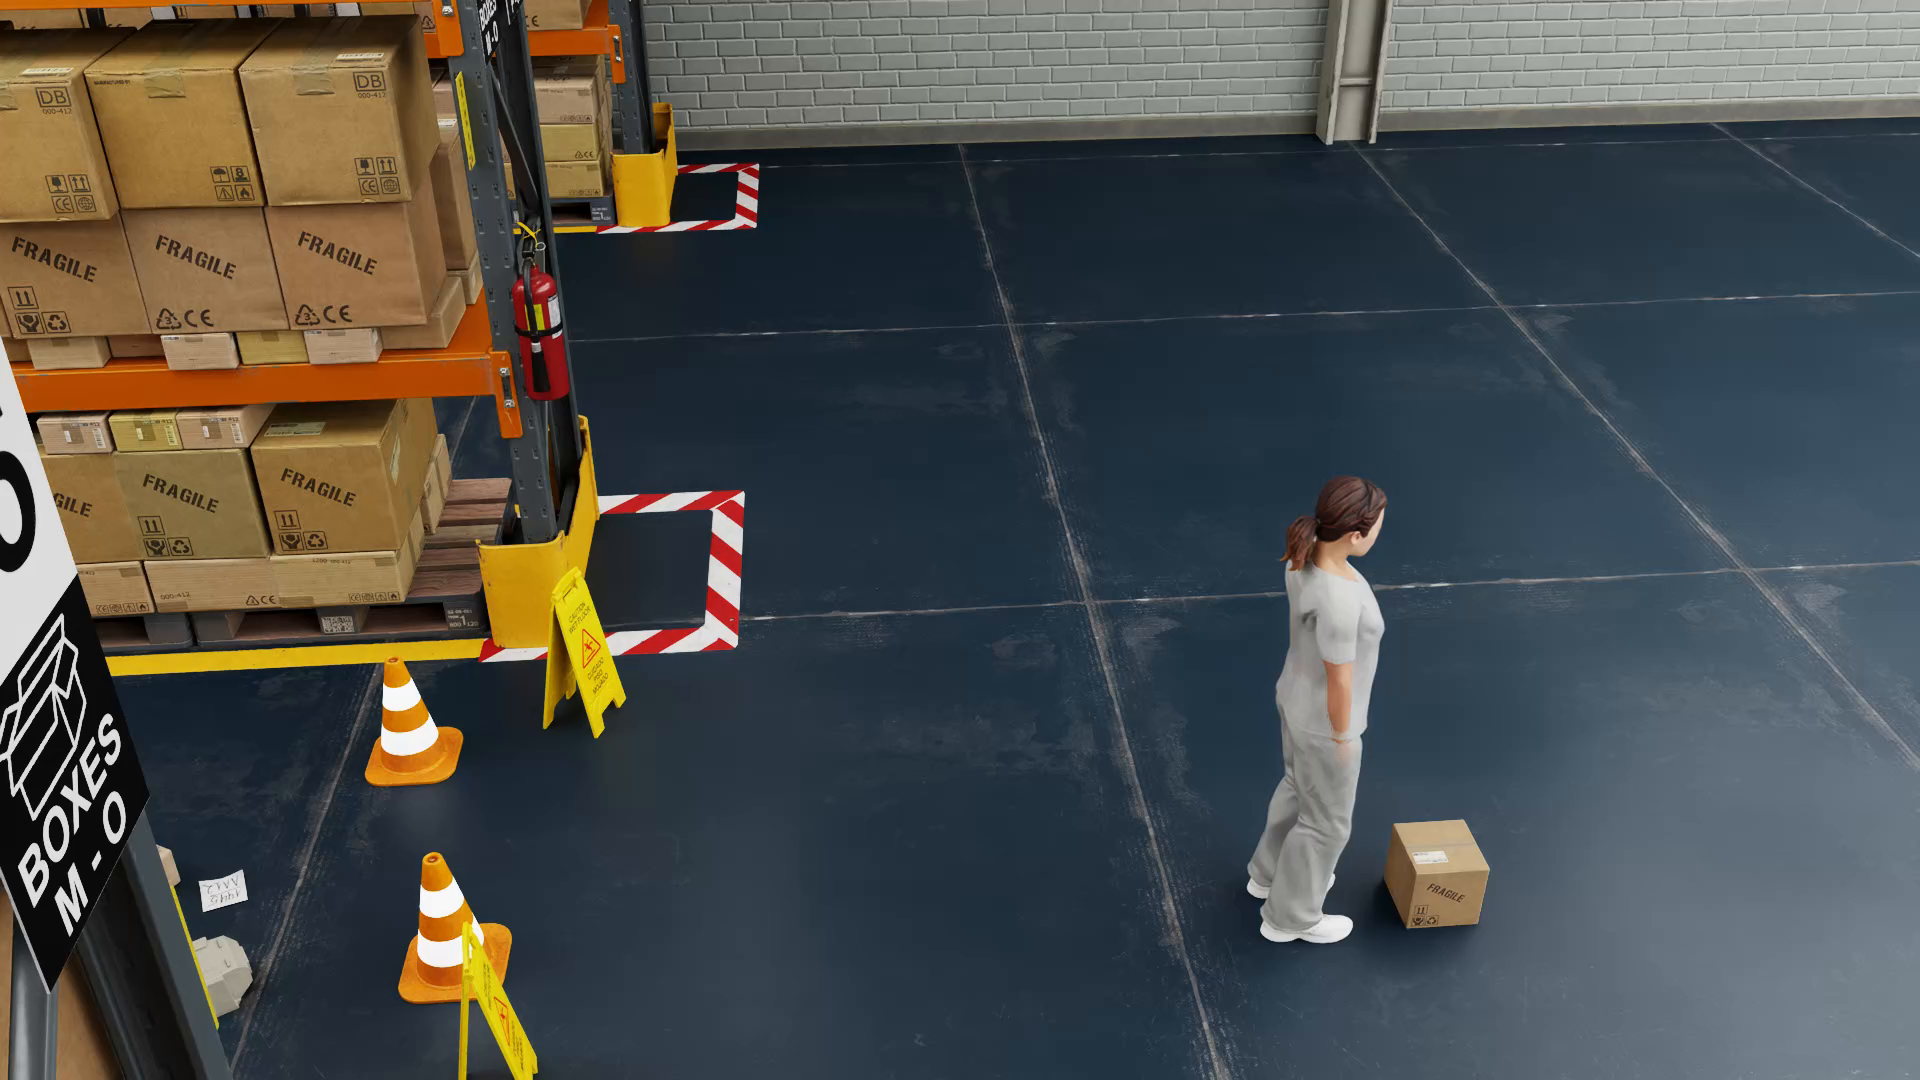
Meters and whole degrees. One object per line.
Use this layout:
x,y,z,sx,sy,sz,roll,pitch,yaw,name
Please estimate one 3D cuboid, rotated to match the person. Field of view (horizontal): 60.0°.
1.123,0.539,5.253,0.362,1.672,0.441,-2,31,-4,person
